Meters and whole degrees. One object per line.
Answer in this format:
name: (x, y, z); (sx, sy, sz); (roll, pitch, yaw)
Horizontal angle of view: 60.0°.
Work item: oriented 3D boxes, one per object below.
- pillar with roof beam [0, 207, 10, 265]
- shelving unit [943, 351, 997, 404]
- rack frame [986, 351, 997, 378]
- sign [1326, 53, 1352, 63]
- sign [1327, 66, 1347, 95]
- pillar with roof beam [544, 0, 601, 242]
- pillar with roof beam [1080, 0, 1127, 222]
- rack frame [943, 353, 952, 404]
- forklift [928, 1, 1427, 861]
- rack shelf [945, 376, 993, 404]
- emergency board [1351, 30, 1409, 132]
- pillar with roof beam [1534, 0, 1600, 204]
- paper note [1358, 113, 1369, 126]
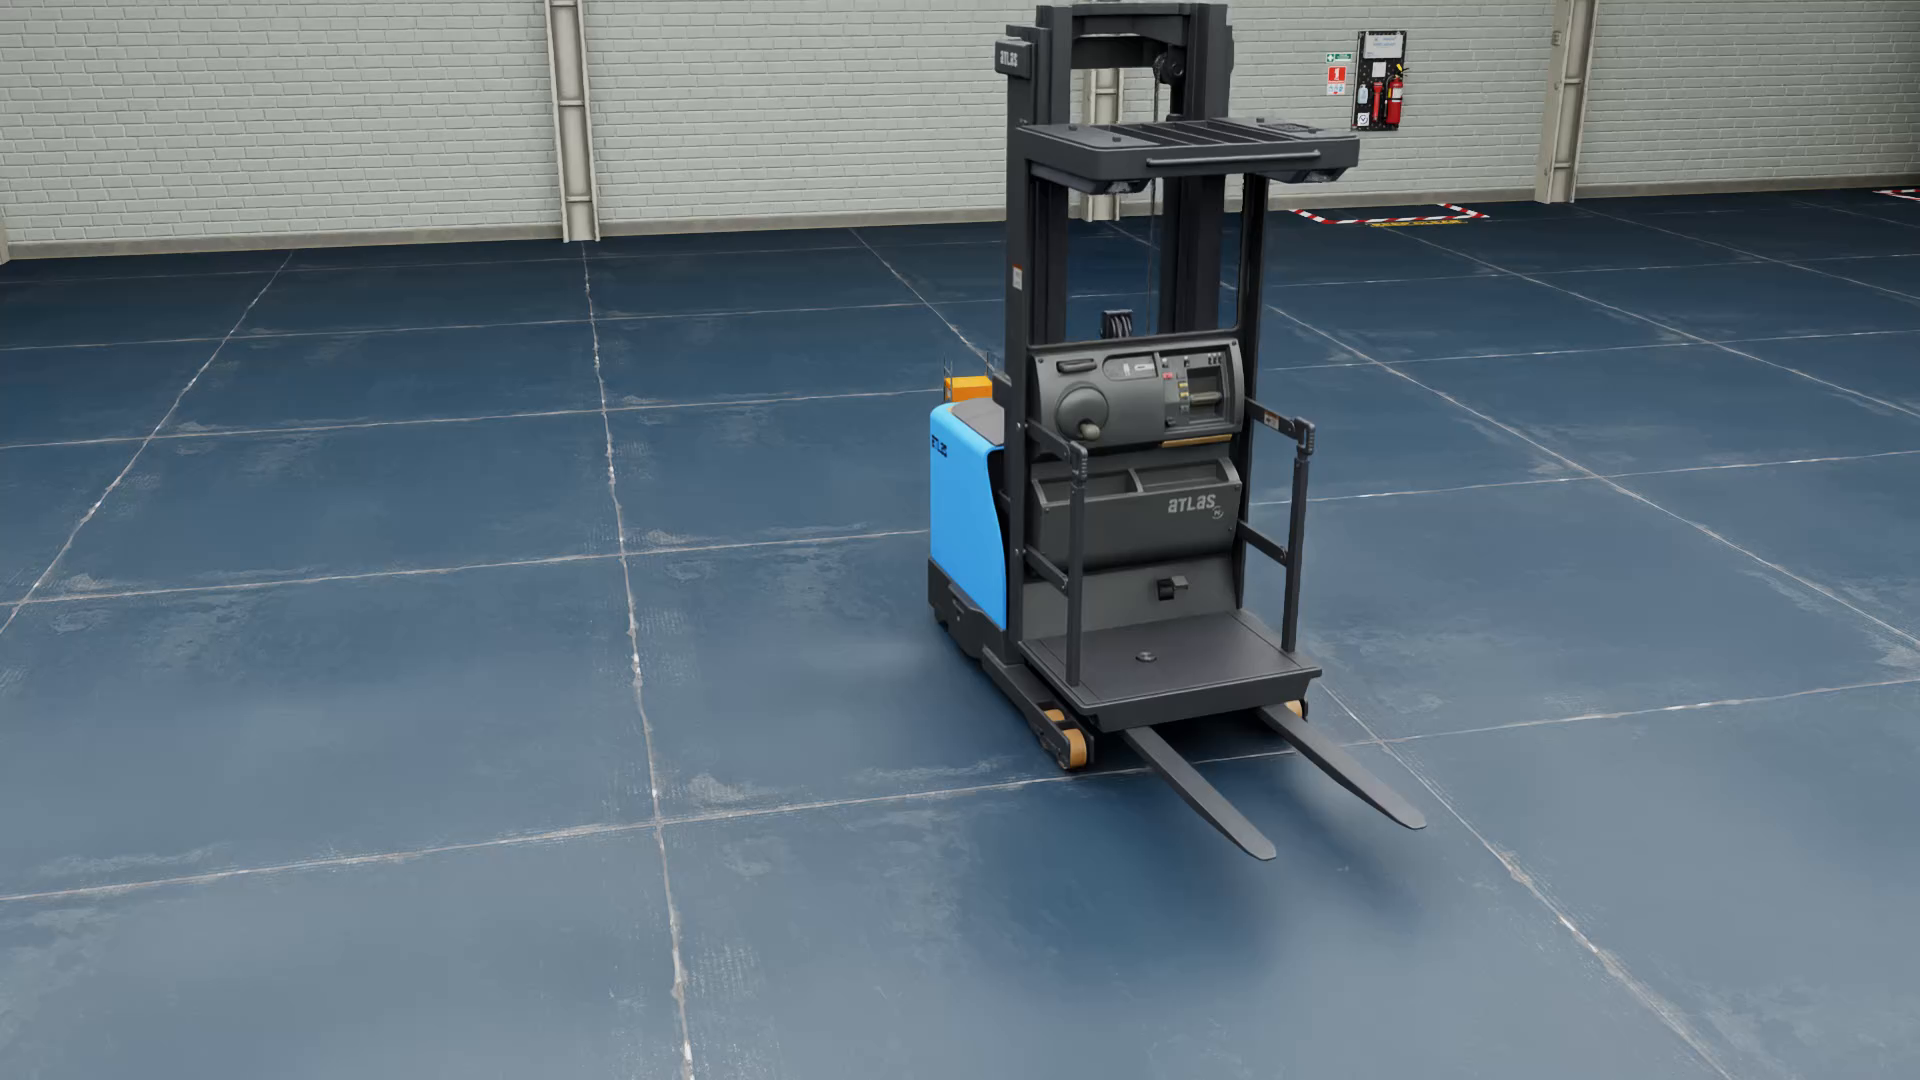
pillar with roof beam: (-9.034, -5.638, 11.622); (0.400, 9.000, 9.100); (-5, 21, -12)
shelving unit: (0.052, -0.497, 9.146); (0.252, 1.050, 0.215); (-5, 21, -12)
rack frame: (0.171, -0.507, 9.172); (0.008, 1.050, 0.200); (-5, 21, -12)
sign: (4.523, -5.757, 19.848); (0.331, 0.109, 0.001); (-5, 21, -12)
sign: (4.517, -5.511, 19.947); (0.234, 0.329, 0.001); (-5, 21, -12)
pillar with roof beam: (-3.195, -6.113, 12.918); (0.400, 9.000, 9.100); (-5, 21, -12)
pillar with roof beam: (2.644, -6.587, 14.215); (0.400, 9.000, 9.100); (-5, 21, -12)
rack frame: (-0.067, -0.488, 9.119); (0.008, 1.050, 0.200); (-5, 21, -12)
forklift: (0.825, -0.602, 6.697); (1.130, 2.935, 3.031); (-7, 21, -19)
rack shelf: (0.052, -0.754, 9.052); (0.240, 0.259, 0.215); (-5, 21, -12)
emergency board: (5.079, -5.504, 19.978); (0.643, 1.169, 0.194); (-5, 21, -12)
pillar with roof beam: (8.483, -7.062, 15.511); (0.400, 9.000, 9.100); (-5, 21, -12)
paper note: (4.891, -5.099, 20.154); (0.142, 0.148, 0.016); (-5, 21, -12)
